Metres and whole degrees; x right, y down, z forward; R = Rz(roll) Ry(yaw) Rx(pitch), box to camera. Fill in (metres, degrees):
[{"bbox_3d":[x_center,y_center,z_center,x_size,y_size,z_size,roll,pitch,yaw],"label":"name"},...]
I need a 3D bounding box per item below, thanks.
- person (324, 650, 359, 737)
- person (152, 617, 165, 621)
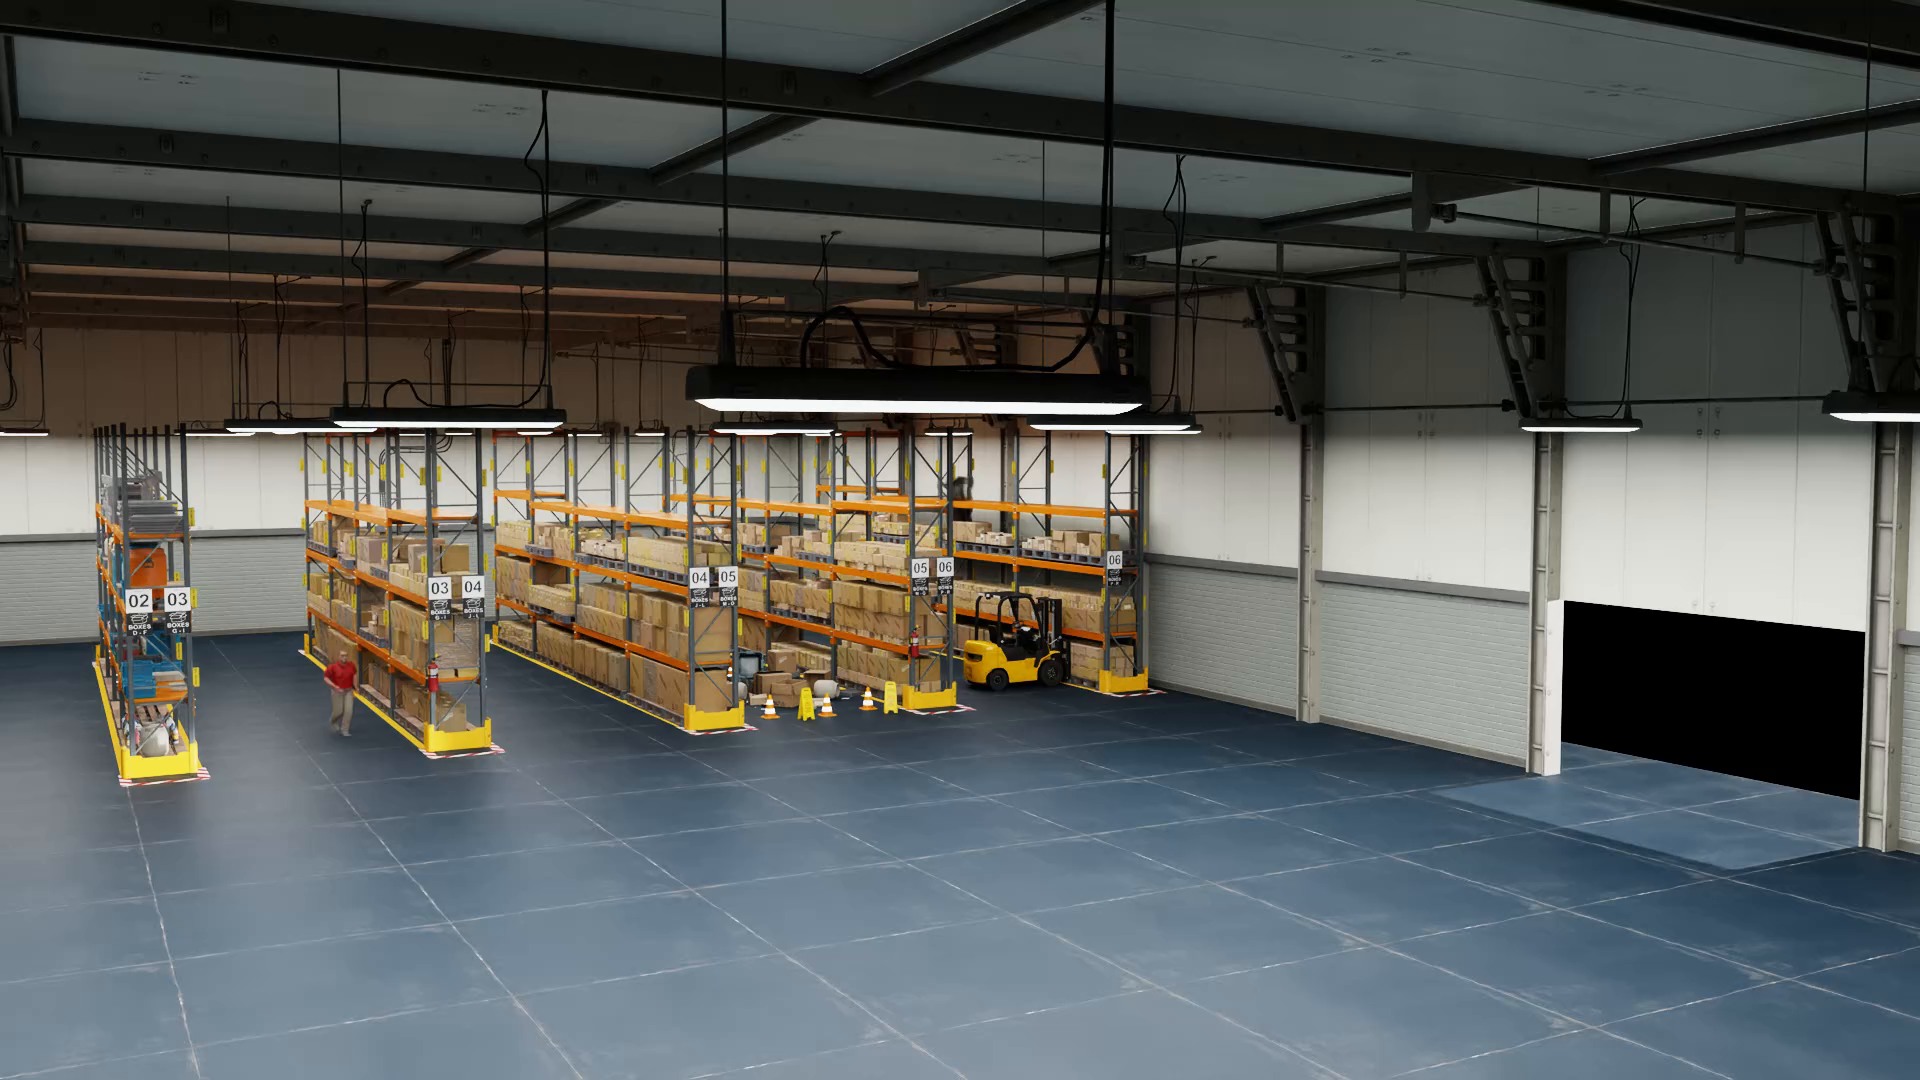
[{"bbox_3d":[-11.972,2.950,32.154,0.660,1.677,0.774,-2,4,-35],"label":"person"},{"bbox_3d":[-21.720,2.209,44.960,0.815,1.689,0.646,0,3,-7],"label":"person"}]
